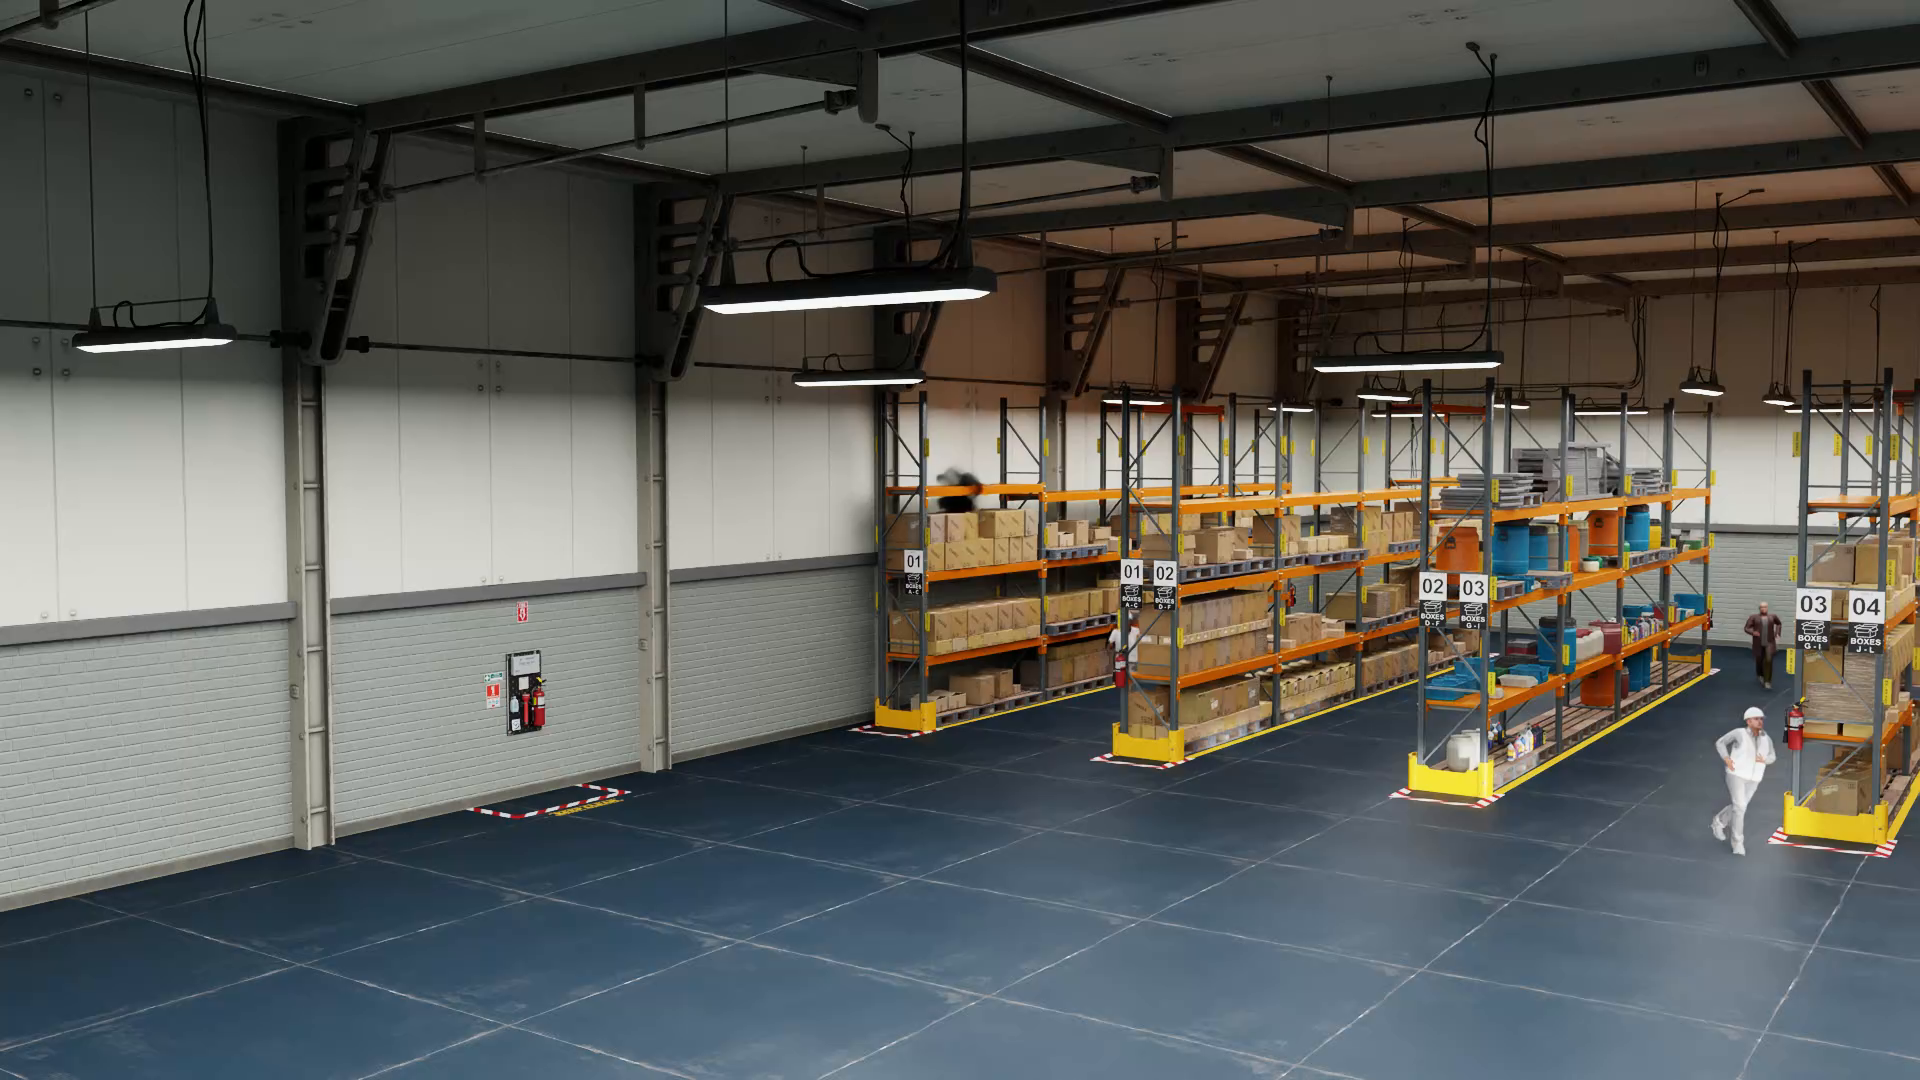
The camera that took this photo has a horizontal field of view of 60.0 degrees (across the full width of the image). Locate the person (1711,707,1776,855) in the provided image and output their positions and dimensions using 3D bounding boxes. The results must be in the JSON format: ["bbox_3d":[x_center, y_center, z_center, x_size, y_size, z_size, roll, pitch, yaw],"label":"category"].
[{"bbox_3d":[9.852,2.981,20.856,0.666,1.798,0.849,0,3,-7],"label":"person"}]

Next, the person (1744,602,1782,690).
[{"bbox_3d":[16.683,2.166,34.551,0.717,1.761,1.072,1,3,22],"label":"person"}]

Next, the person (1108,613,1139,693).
[{"bbox_3d":[2.958,2.205,29.638,0.677,1.854,0.718,2,4,28],"label":"person"}]
